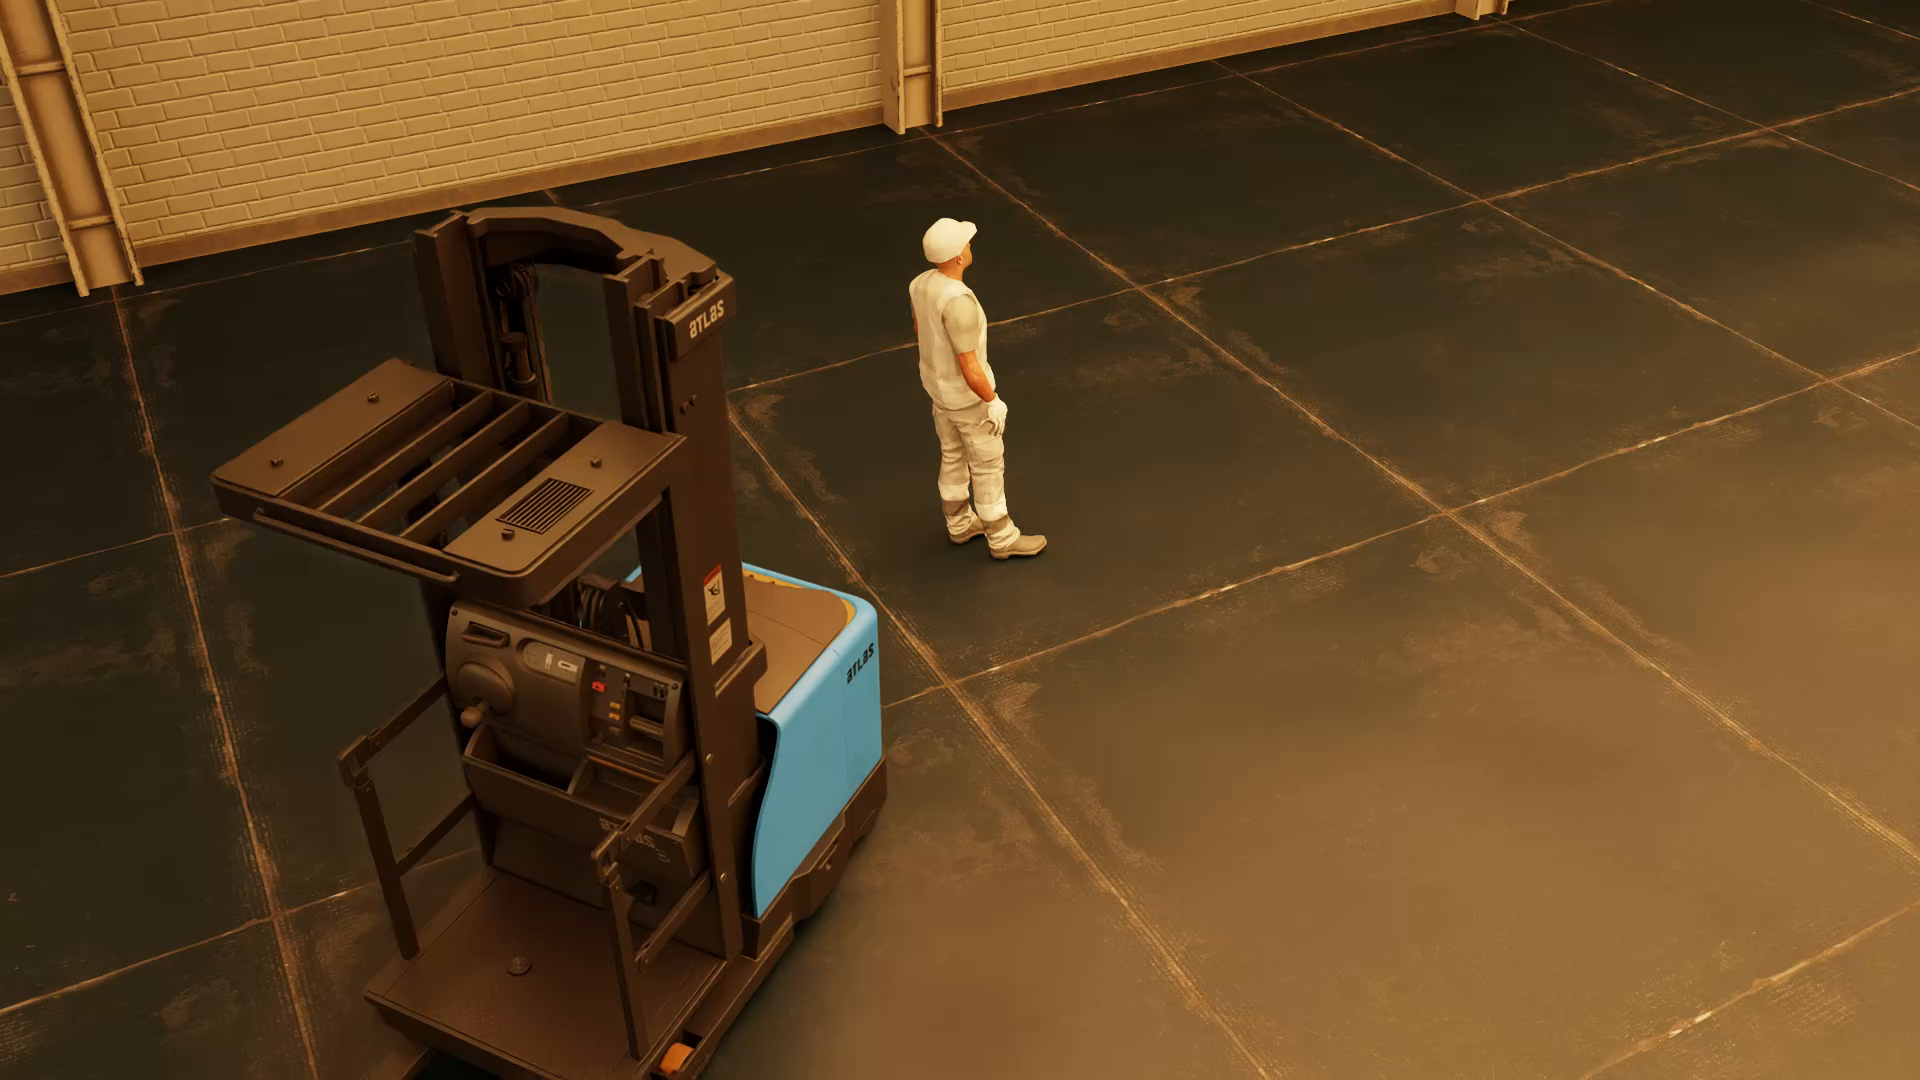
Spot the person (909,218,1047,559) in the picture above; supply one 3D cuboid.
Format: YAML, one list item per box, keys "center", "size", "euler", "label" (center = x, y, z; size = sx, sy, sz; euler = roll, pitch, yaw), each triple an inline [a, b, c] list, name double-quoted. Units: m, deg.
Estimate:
- center: [0.076, -0.752, 8.164]
  size: [0.564, 1.787, 0.638]
  euler: [-17, 39, -23]
  label: "person"

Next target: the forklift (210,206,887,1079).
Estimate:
- center: [-1.403, 0.564, 5.325]
  size: [1.130, 2.935, 3.031]
  euler: [16, 38, 21]
  label: "forklift"
